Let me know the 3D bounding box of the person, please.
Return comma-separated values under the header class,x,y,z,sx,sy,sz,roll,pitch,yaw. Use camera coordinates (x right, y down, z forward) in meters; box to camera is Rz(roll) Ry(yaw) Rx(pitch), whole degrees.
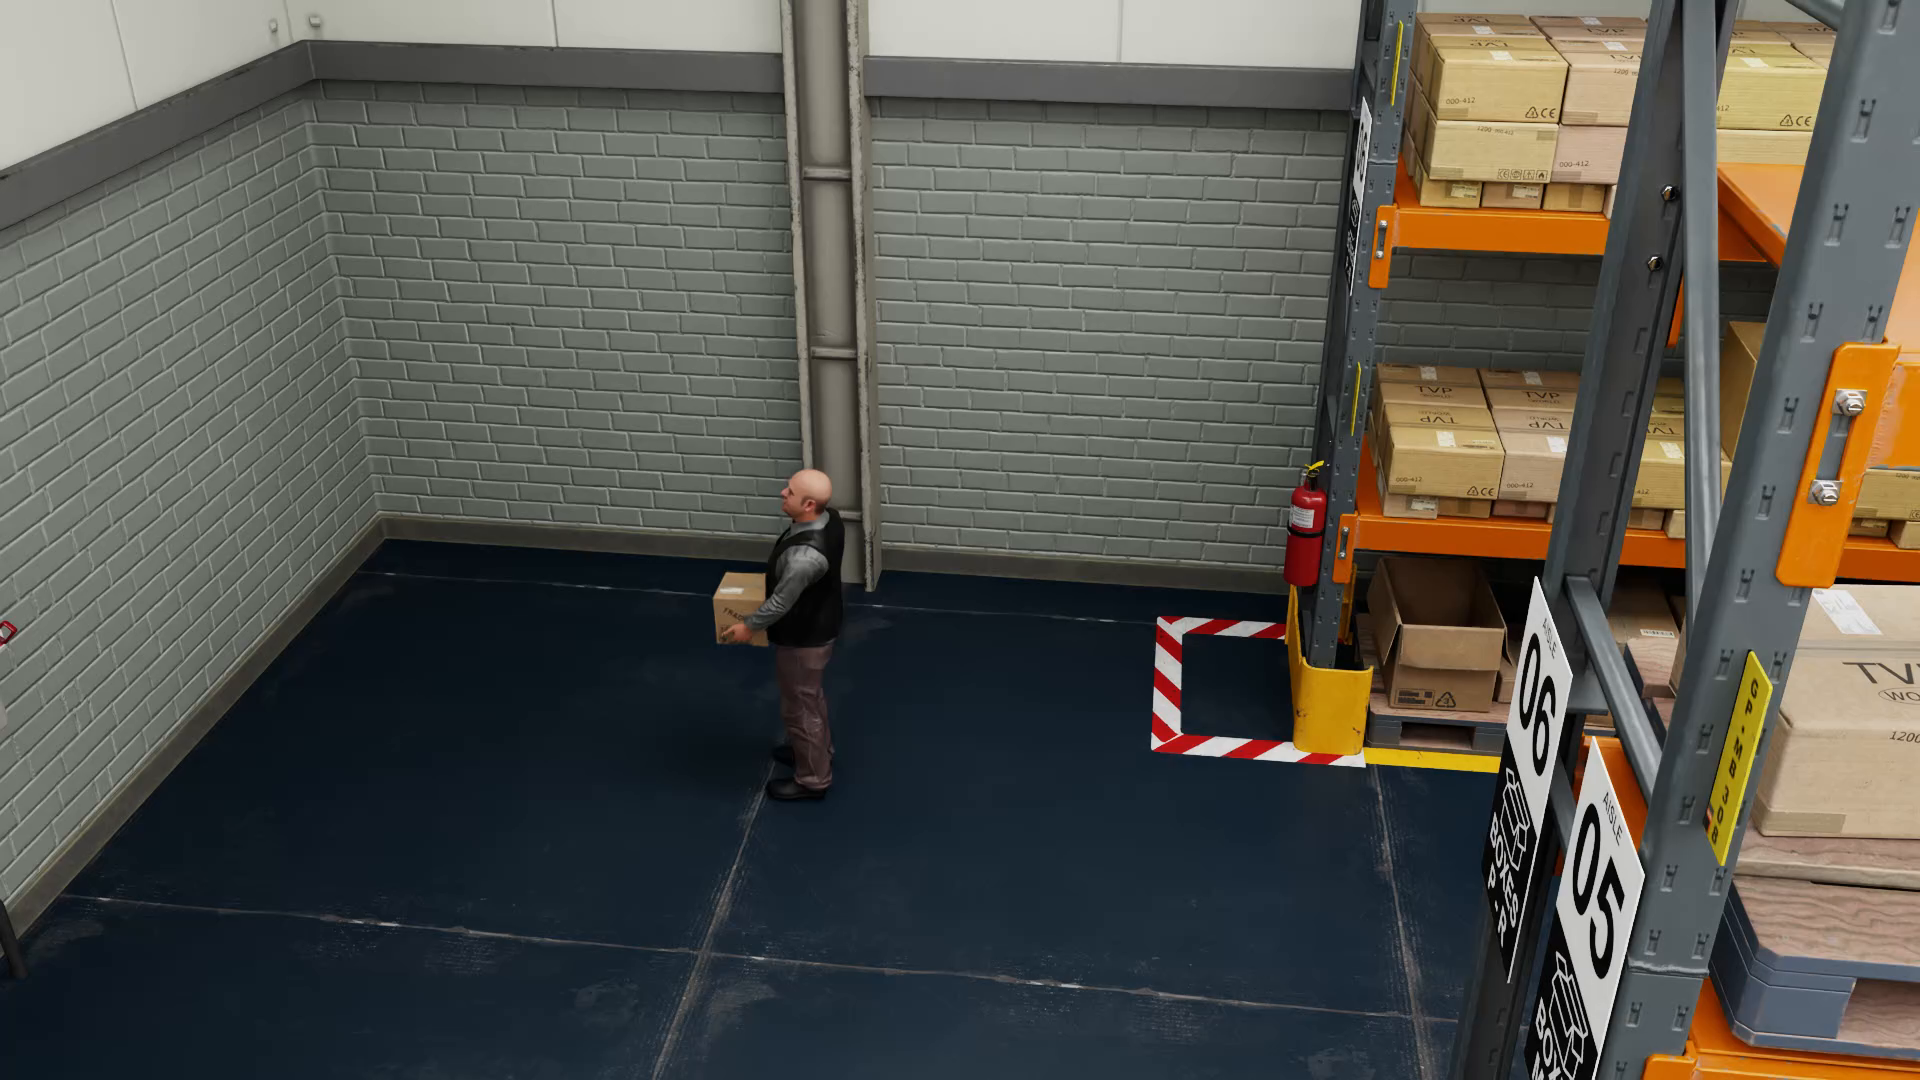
class,x,y,z,sx,sy,sz,roll,pitch,yaw
person,-0.812,0.440,7.826,0.545,1.723,0.505,3,28,5
